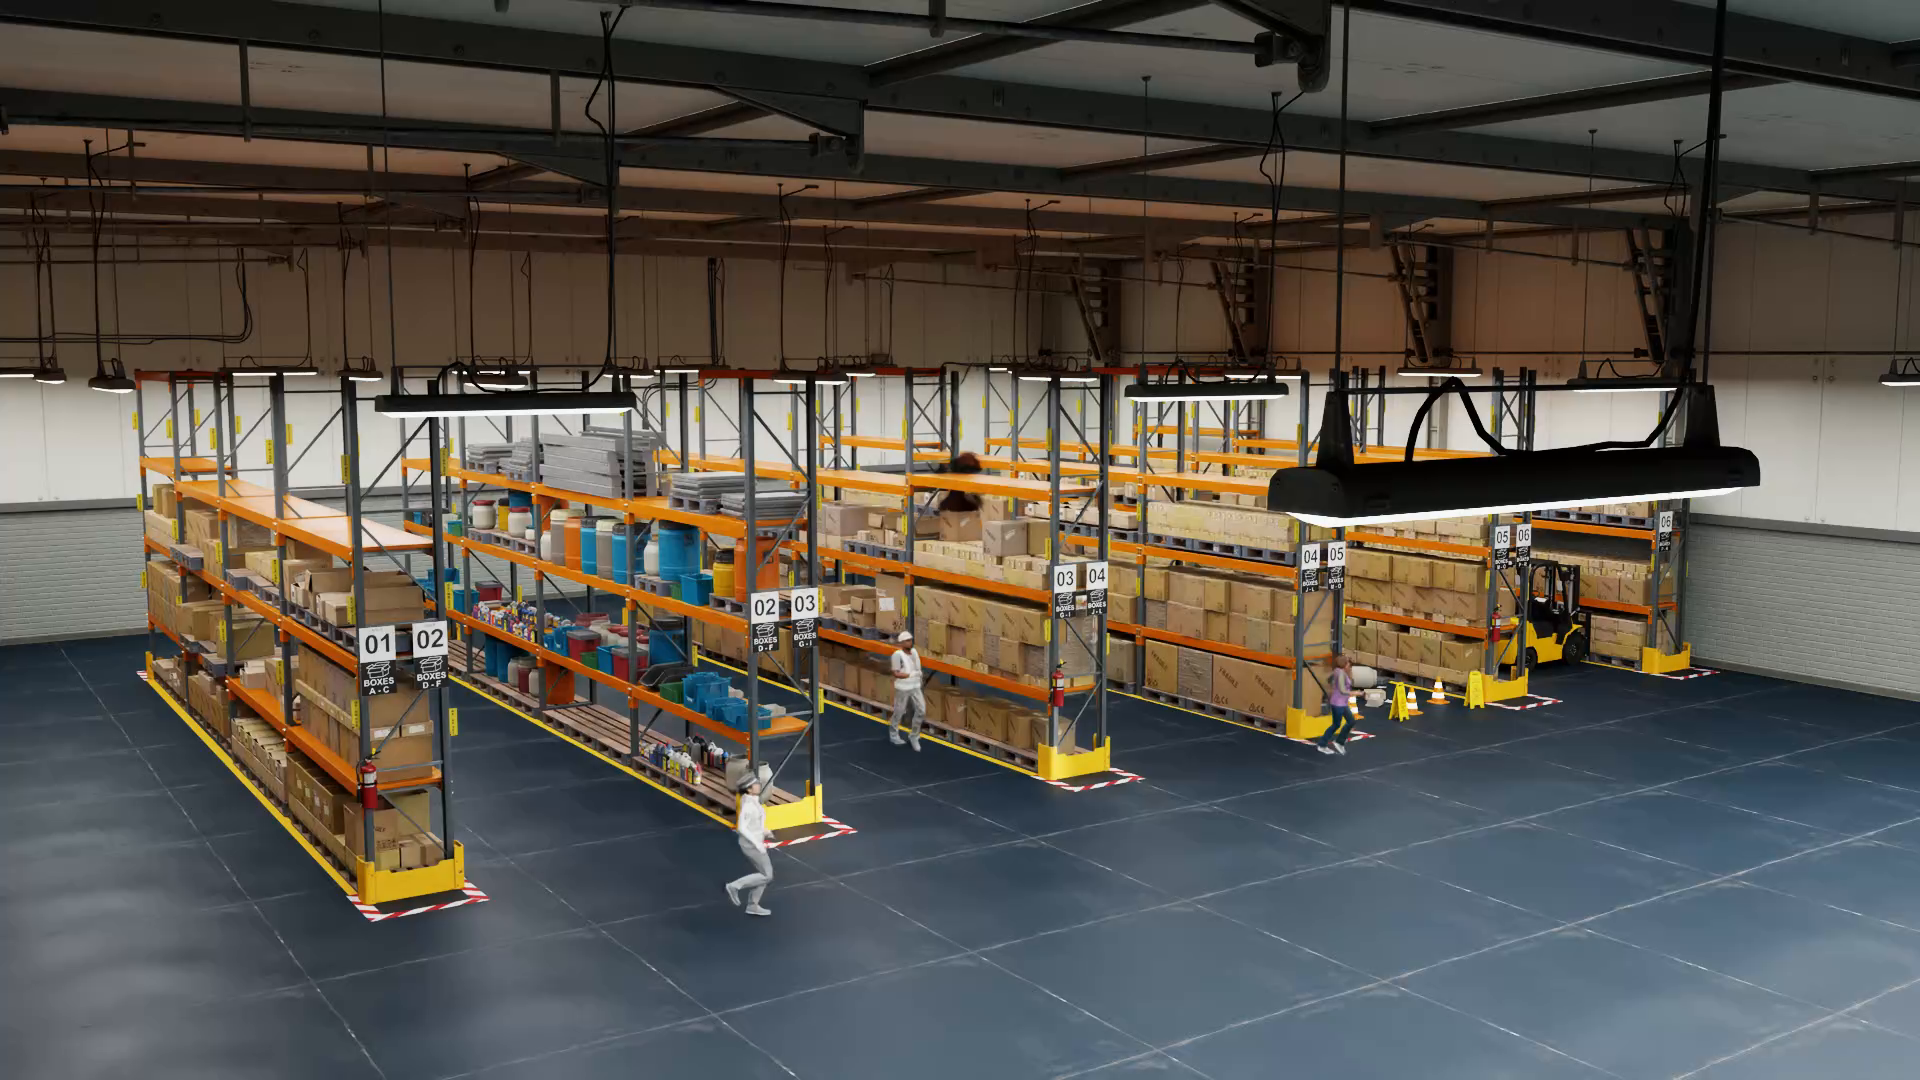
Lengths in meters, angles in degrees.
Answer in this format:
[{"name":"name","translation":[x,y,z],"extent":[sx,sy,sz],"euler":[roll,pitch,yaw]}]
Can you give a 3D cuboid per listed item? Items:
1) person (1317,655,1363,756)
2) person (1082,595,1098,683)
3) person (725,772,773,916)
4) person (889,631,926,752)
[{"name":"person","translation":[5.977,2.609,26.112],"extent":[0.685,1.632,0.561],"euler":[2,7,15]},{"name":"person","translation":[2.237,1.824,29.574],"extent":[0.610,1.820,0.846],"euler":[-5,8,-37]},{"name":"person","translation":[-2.370,3.419,18.707],"extent":[0.551,1.654,0.624],"euler":[-1,7,-8]},{"name":"person","translation":[-0.772,2.322,25.408],"extent":[0.656,1.866,0.712],"euler":[-6,9,-43]}]
